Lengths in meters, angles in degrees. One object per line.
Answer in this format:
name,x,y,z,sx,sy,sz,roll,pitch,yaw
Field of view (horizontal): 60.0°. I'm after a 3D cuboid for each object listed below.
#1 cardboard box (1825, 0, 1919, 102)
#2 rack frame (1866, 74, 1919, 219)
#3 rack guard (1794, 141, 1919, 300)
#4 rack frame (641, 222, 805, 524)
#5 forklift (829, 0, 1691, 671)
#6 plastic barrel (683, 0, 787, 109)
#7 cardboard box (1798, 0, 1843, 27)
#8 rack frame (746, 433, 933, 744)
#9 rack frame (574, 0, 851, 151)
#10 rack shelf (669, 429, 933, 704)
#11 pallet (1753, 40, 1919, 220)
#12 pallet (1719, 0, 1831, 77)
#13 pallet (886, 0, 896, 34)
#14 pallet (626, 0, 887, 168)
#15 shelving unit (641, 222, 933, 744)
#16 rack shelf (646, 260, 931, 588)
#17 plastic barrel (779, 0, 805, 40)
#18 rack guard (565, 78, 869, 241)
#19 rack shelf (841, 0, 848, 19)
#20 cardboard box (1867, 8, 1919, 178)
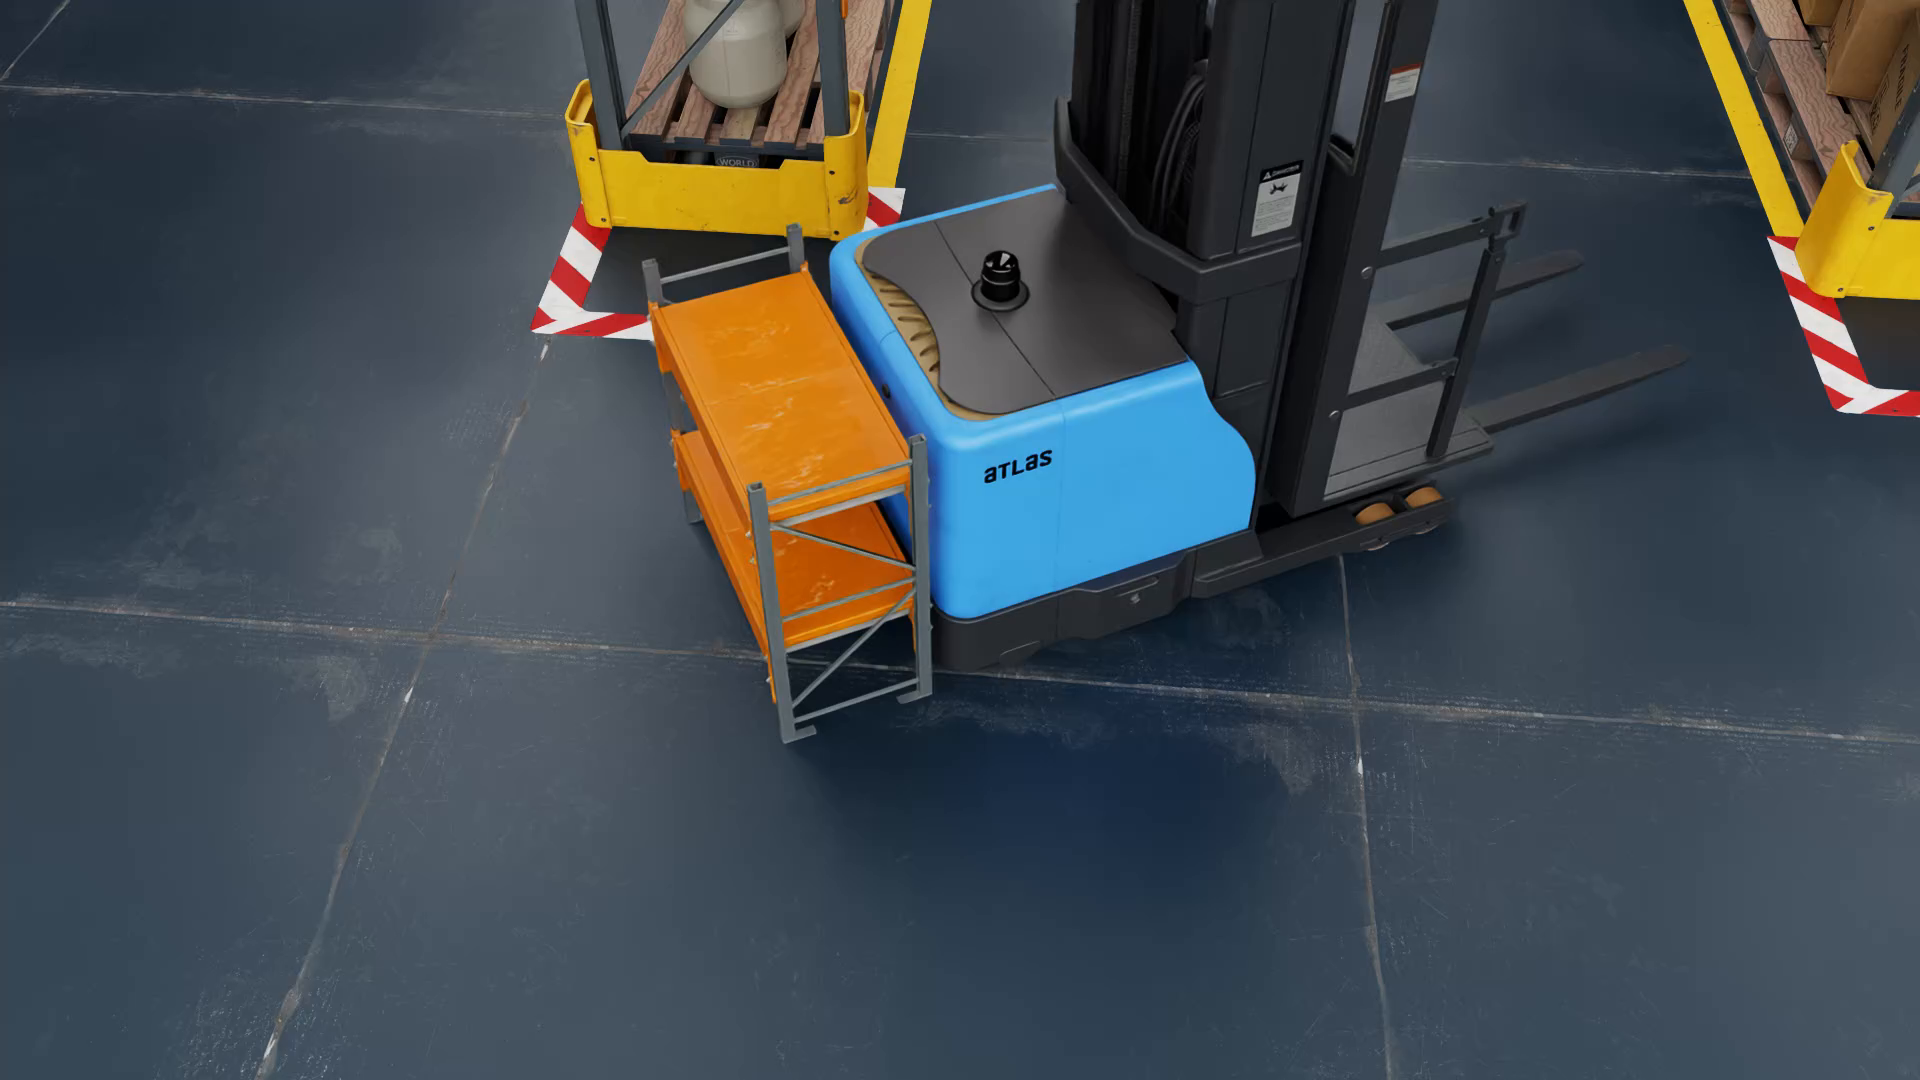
cardboard box,4.086,-2.216,7.154,0.500,0.500,0.500,15,49,14
rack frame,3.992,-2.019,5.564,1.000,3.000,0.127,4,48,4
rack guard,3.999,-1.231,6.537,1.175,0.500,0.348,4,48,4
rack frame,-0.720,-0.518,5.461,0.500,1.125,0.032,-17,50,-15
forklift,1.145,-1.297,4.950,3.031,2.935,1.130,-18,50,-15
plastic barrel,-0.956,-2.143,7.078,0.421,0.512,0.421,0,48,0
cardboard box,4.162,-2.675,7.573,0.500,0.500,0.500,8,48,7
rack frame,-0.324,0.173,4.829,0.500,1.125,0.032,-17,50,-15
rack frame,-0.940,-2.352,5.868,1.000,3.000,0.127,4,48,4
rack shelf,-0.522,-0.007,5.325,0.538,0.278,1.000,-17,50,-15
pallet,4.108,-1.728,7.187,1.003,0.211,1.213,4,48,4
pallet,4.222,-2.622,8.005,1.003,0.211,1.213,4,48,4
pallet,-0.787,-2.960,8.315,1.003,0.211,1.213,4,48,4
pallet,-0.901,-2.066,7.497,1.003,0.211,1.213,4,48,4
shelving unit,-0.522,-0.172,5.145,0.538,1.125,1.048,-17,50,-15
rack shelf,-0.522,-0.370,4.929,0.538,0.278,1.000,-17,50,-15
plastic barrel,-0.911,-2.511,7.415,0.421,0.512,0.421,0,48,0
rack guard,-0.980,-1.567,6.845,1.175,0.500,0.348,4,48,4
rack shelf,-0.758,-3.579,7.478,1.077,0.370,4.000,4,48,4
cardboard box,4.066,-1.775,6.750,0.500,0.500,0.500,12,49,11
